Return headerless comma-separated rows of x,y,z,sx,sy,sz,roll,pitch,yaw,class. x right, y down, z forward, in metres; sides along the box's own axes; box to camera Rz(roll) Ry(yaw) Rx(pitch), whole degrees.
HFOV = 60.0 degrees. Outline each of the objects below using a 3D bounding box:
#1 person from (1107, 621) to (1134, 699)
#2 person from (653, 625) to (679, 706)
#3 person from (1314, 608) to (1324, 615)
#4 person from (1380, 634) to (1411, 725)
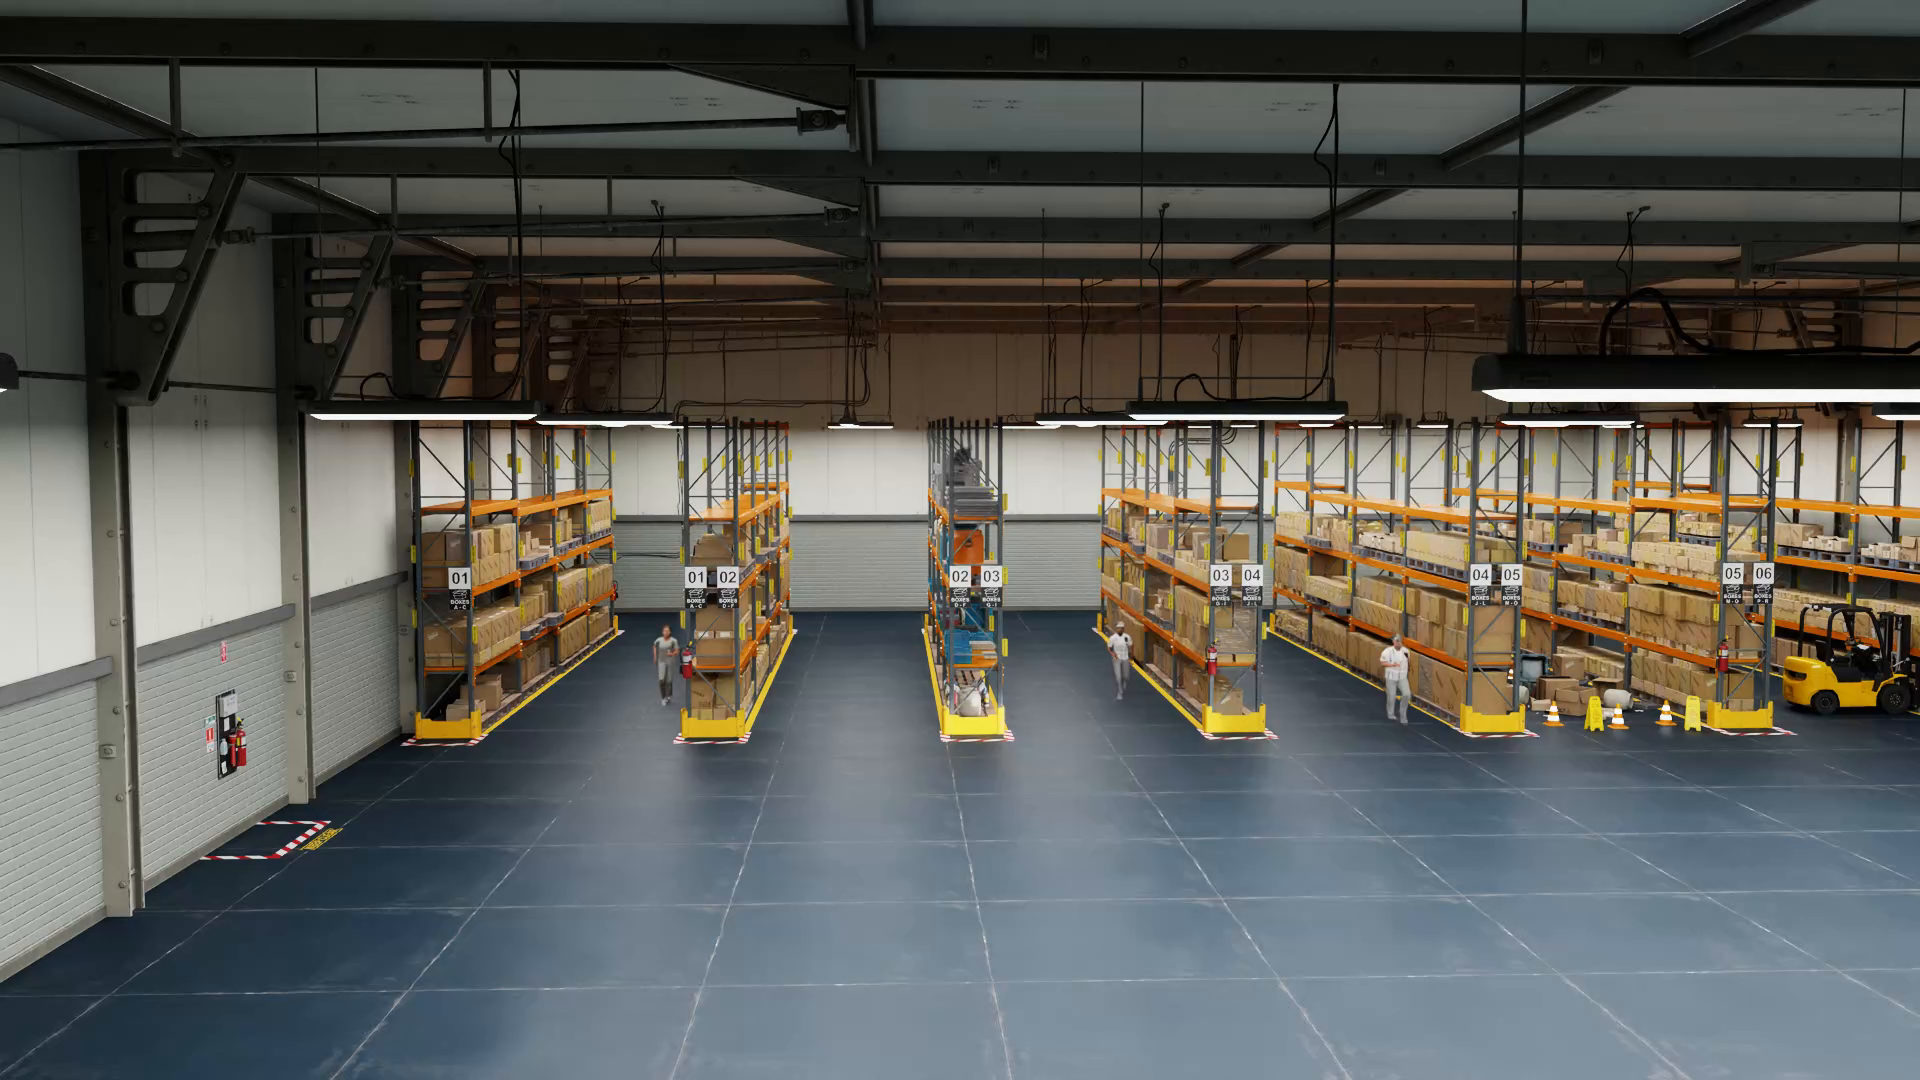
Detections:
3.455,2.574,35.740,0.607,1.670,0.559,0,4,-3,person
-6.145,2.622,34.771,0.527,1.690,0.792,-1,4,-9,person
10.464,1.700,49.014,0.739,1.764,0.631,0,4,-4,person
8.555,2.725,32.650,0.641,1.815,0.790,0,4,-2,person
